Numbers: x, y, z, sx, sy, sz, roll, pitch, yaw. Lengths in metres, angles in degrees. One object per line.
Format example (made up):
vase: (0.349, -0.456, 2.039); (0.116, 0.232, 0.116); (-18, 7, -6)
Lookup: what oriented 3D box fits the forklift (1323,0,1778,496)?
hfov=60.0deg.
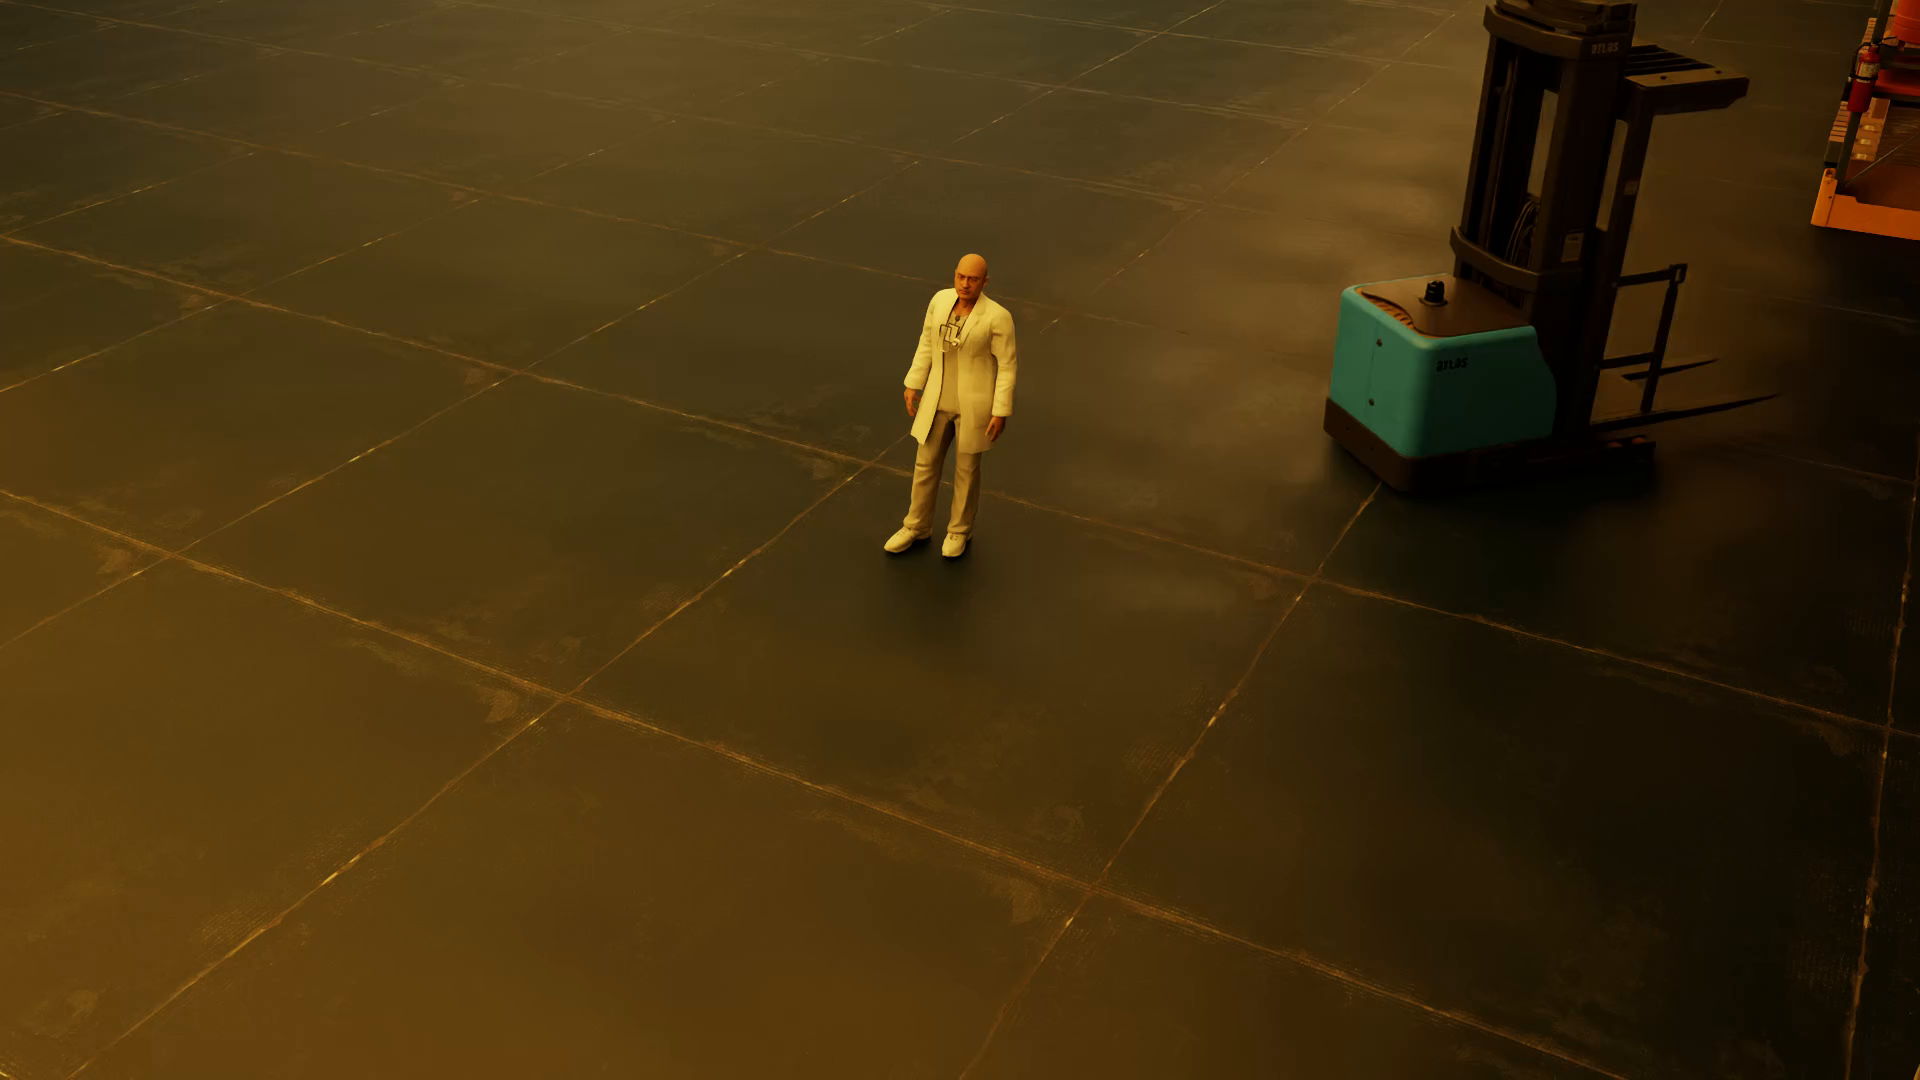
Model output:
forklift: (4.008, -1.979, 10.500); (3.031, 2.935, 1.130); (-10, 31, -16)

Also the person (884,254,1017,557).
person: (-0.048, -0.737, 9.487); (0.698, 1.777, 0.578); (15, 33, 25)
